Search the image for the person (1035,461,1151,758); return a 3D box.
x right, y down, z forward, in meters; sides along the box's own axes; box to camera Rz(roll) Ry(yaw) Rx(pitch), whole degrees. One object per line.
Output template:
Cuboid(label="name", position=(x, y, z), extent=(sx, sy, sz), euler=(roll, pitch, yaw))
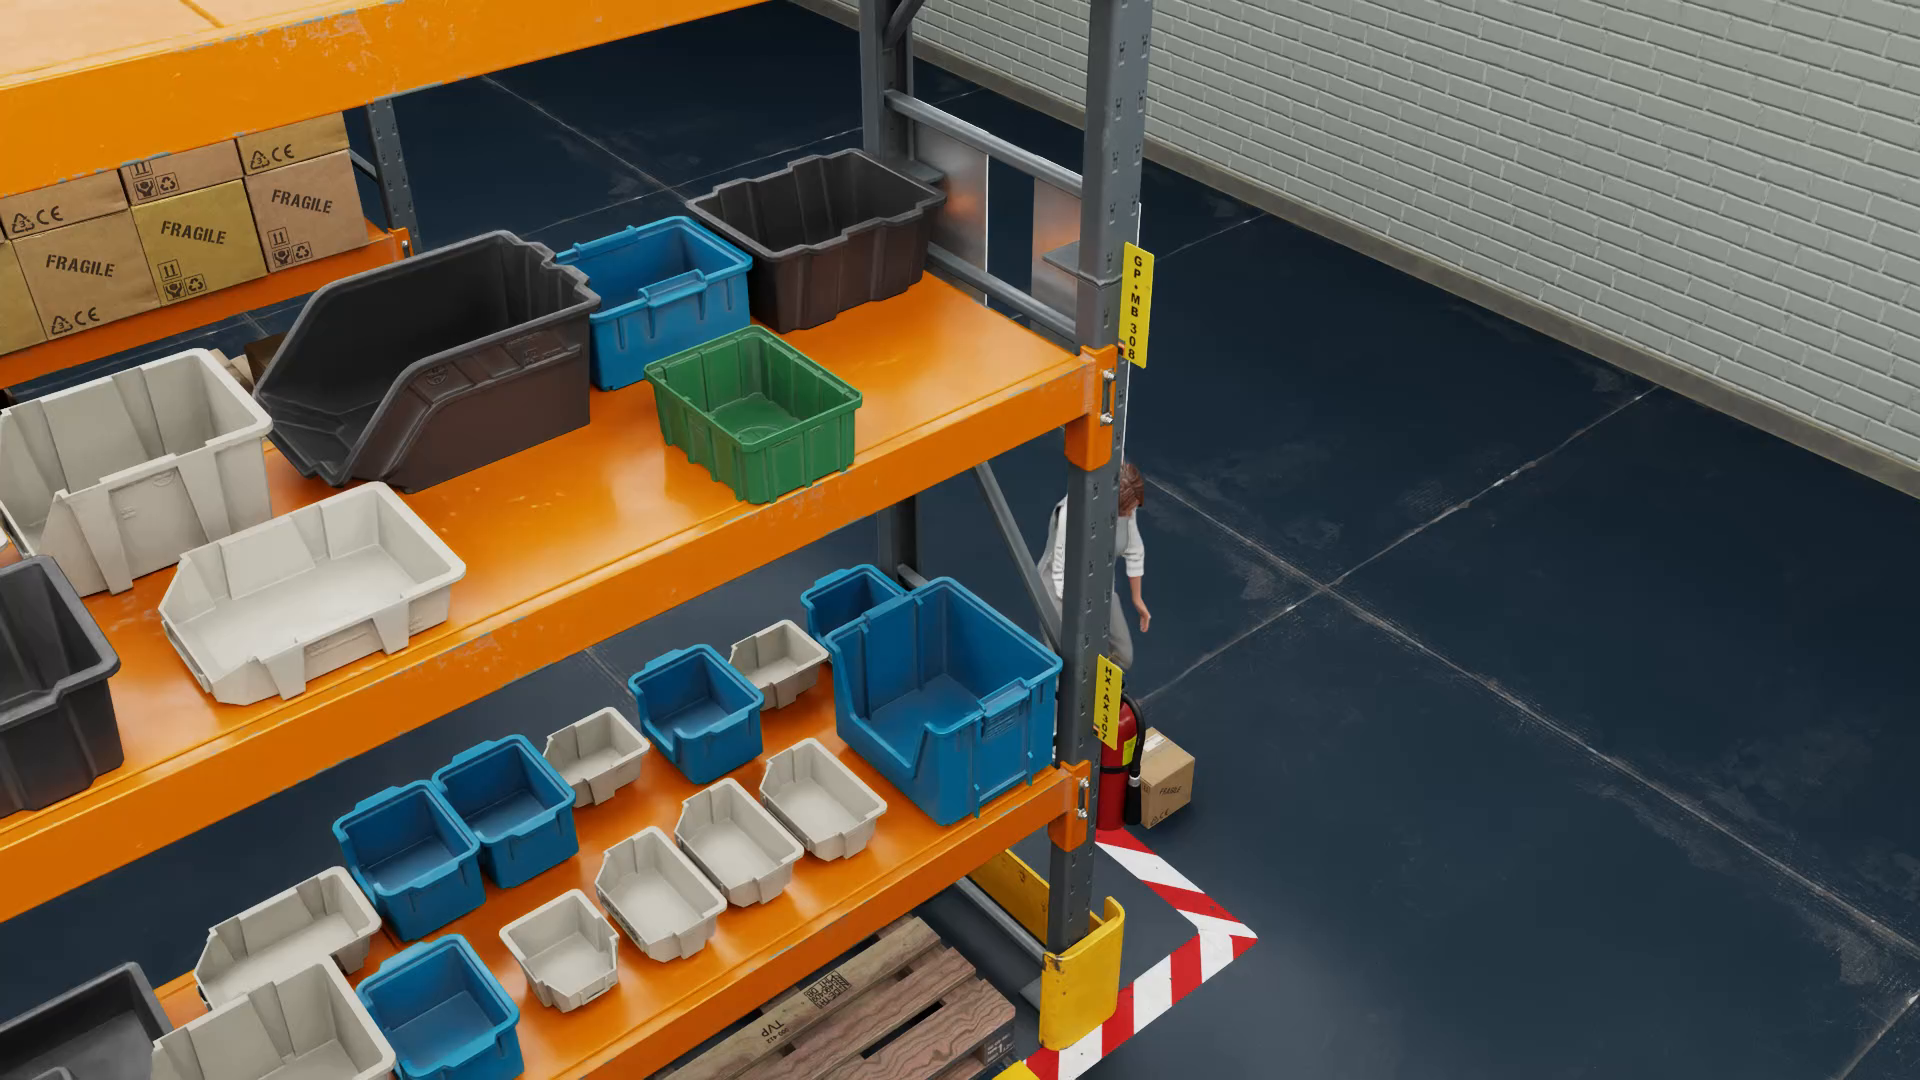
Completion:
Cuboid(label="person", position=(0.542, 0.268, 6.824), extent=(0.427, 1.483, 0.445), euler=(-22, 42, -27))
